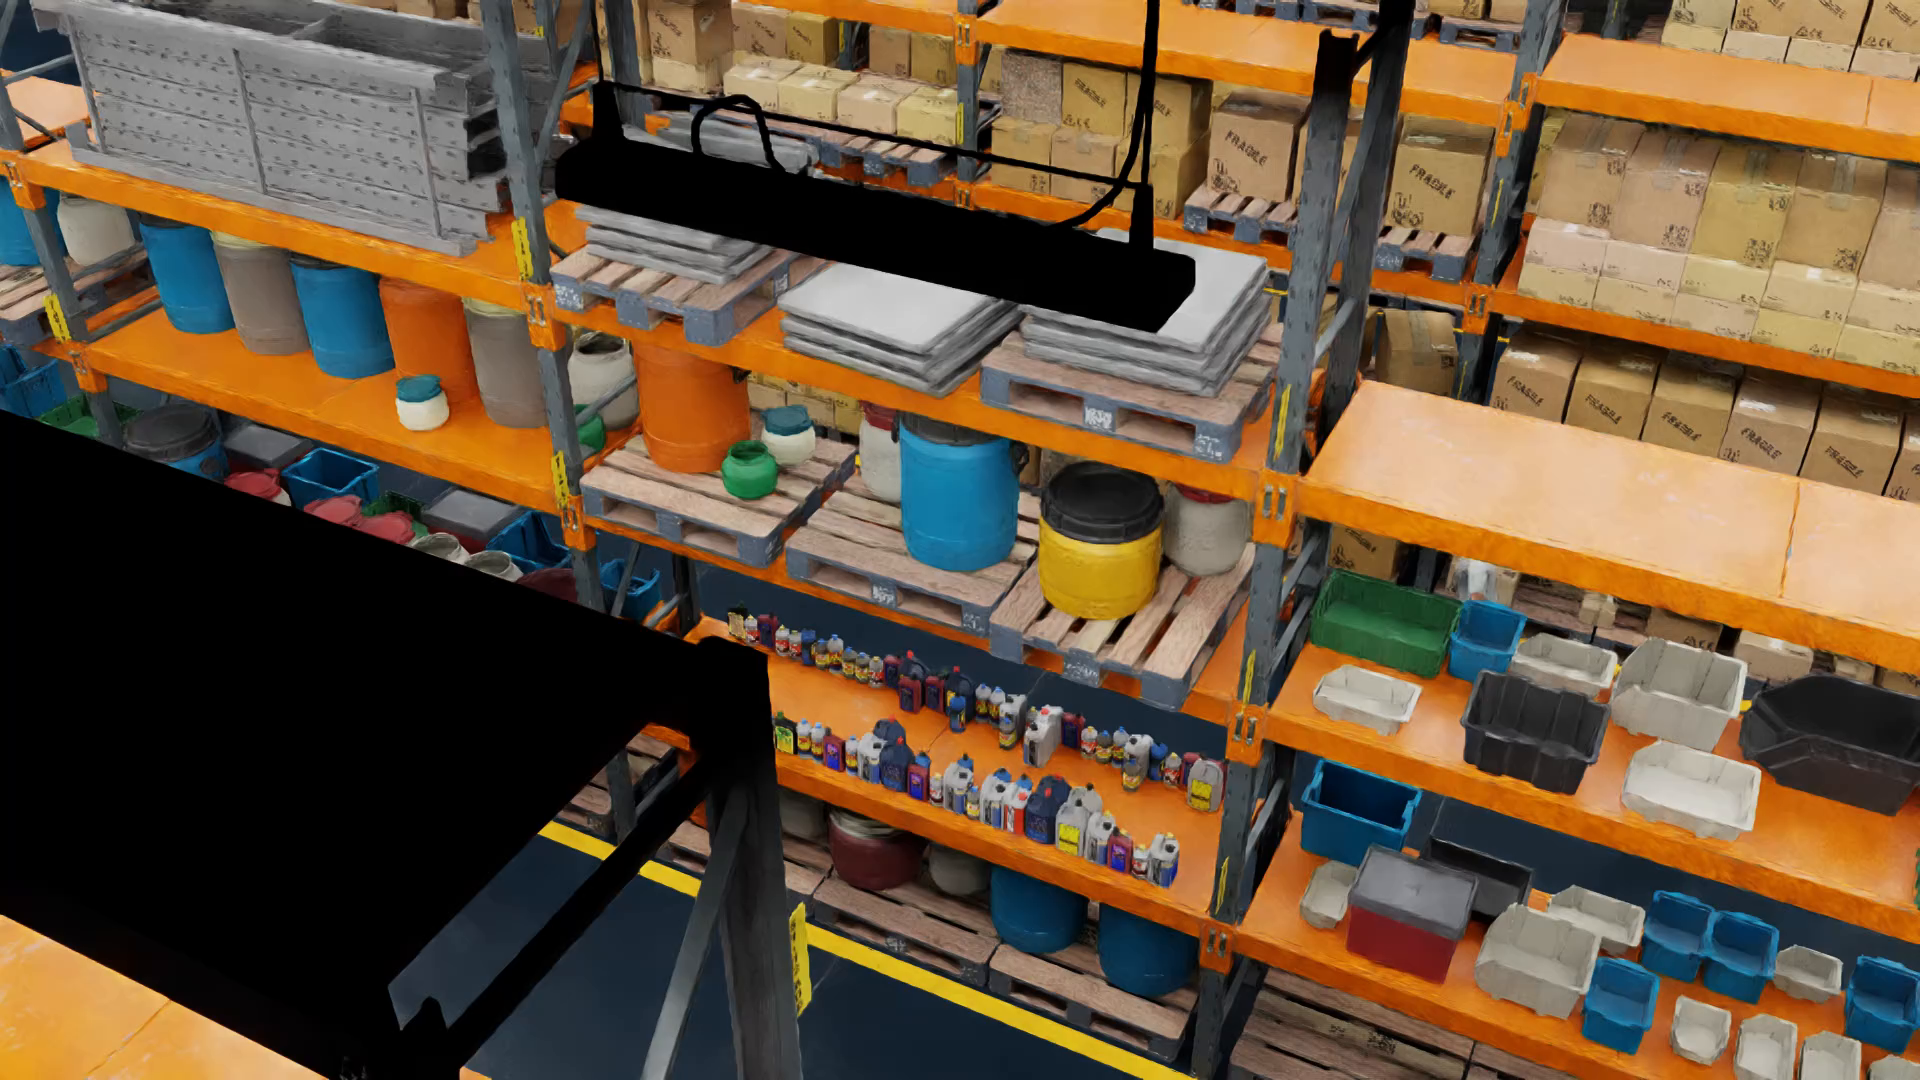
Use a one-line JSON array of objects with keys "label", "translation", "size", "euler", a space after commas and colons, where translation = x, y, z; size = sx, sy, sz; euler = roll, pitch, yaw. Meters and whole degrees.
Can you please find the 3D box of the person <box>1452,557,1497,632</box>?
[{"label": "person", "translation": [3.642, 0.528, 11.724], "size": [0.507, 1.619, 0.580], "euler": [15, 38, 20]}]
